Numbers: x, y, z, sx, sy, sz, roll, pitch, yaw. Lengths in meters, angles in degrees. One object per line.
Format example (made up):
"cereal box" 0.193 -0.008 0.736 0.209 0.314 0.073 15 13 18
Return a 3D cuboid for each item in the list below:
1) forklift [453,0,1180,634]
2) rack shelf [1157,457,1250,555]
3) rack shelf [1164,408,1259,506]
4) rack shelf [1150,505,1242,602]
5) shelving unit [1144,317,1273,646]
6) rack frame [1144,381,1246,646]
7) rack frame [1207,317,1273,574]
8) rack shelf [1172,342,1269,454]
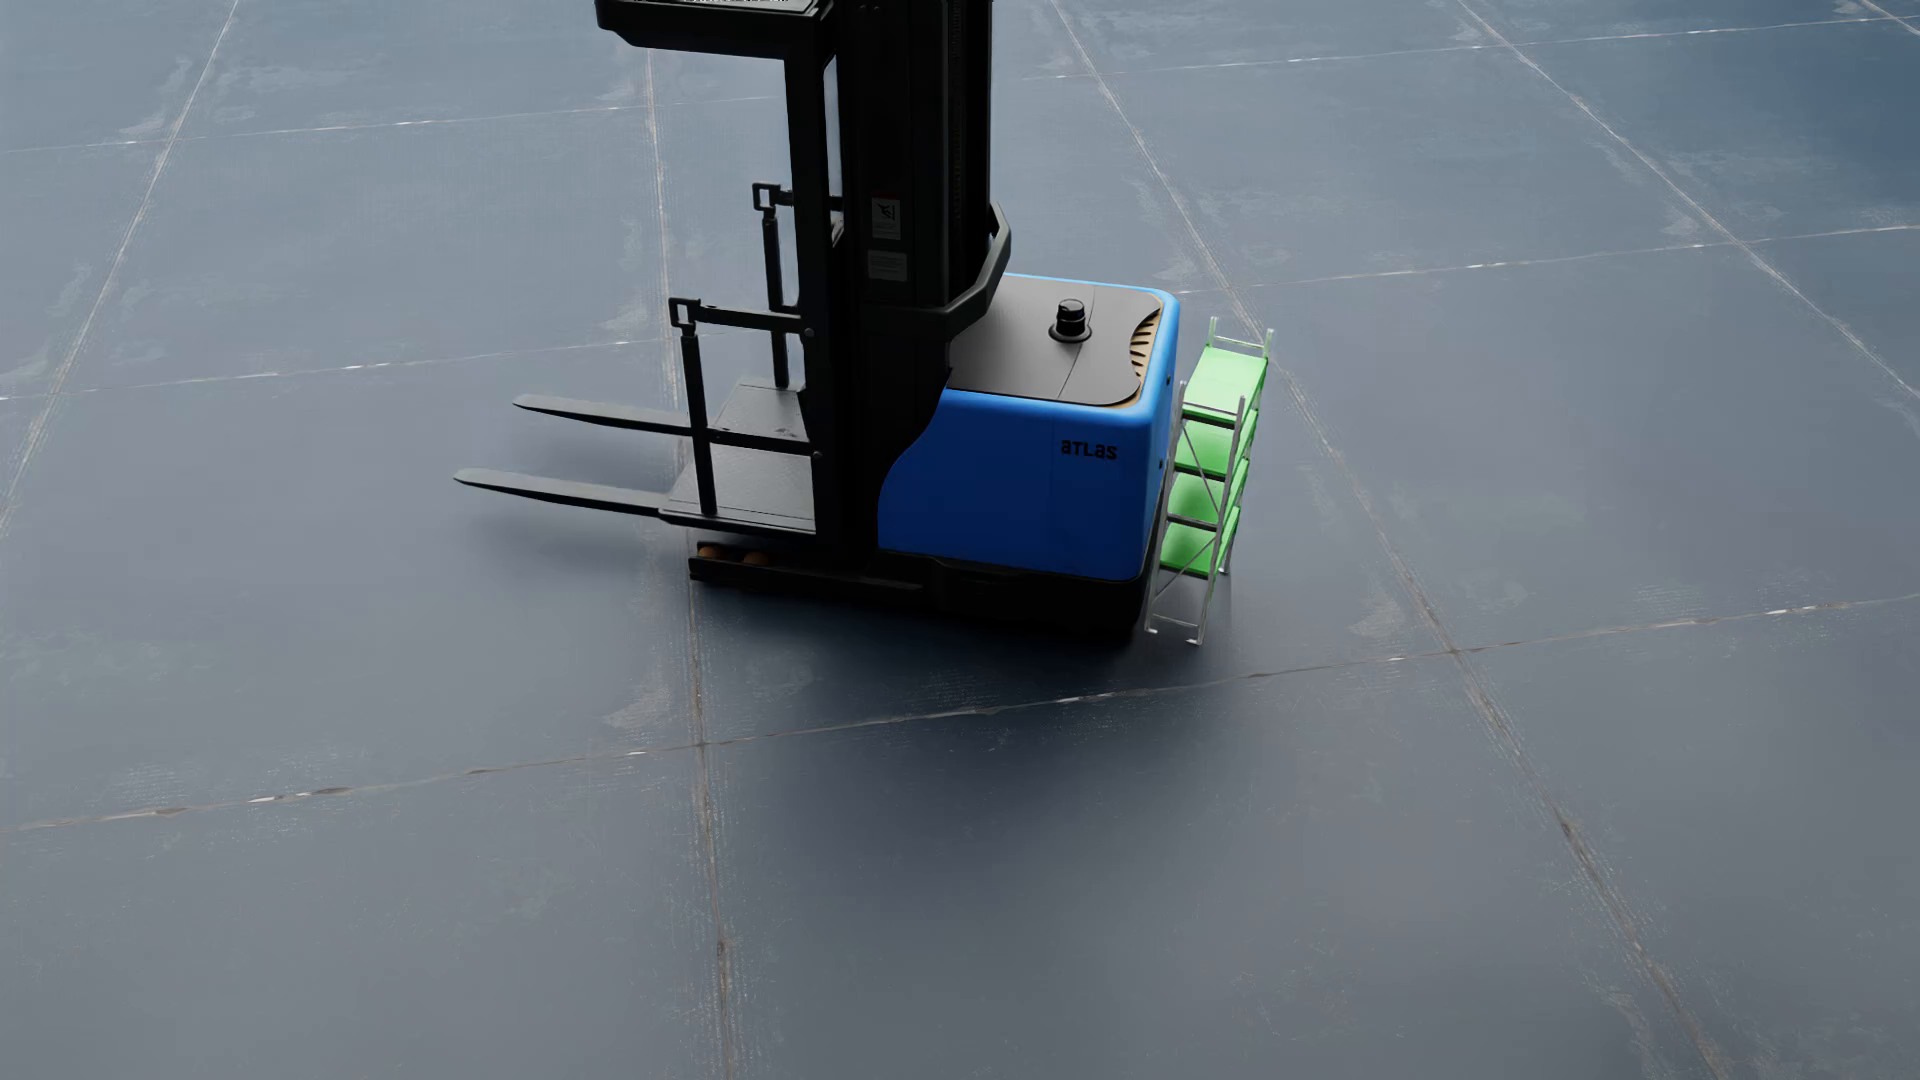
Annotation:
"forklift" -0.659 -1.246 6.465 3.031 2.935 1.130 8 39 10
"rack shelf" 0.966 -0.166 6.580 0.258 0.148 0.480 14 40 14
"rack shelf" 0.976 -0.353 6.430 0.258 0.148 0.480 14 40 14
"rack shelf" 0.956 0.021 6.730 0.258 0.148 0.480 14 40 14
"shelving unit" 0.969 -0.216 6.540 0.258 1.200 0.503 14 40 14
"rack frame" 0.886 -0.075 6.359 0.240 1.200 0.015 14 40 14
"rack frame" 1.051 -0.357 6.721 0.240 1.200 0.015 14 40 14
"rack shelf" 0.986 -0.540 6.280 0.258 0.148 0.480 14 40 14
